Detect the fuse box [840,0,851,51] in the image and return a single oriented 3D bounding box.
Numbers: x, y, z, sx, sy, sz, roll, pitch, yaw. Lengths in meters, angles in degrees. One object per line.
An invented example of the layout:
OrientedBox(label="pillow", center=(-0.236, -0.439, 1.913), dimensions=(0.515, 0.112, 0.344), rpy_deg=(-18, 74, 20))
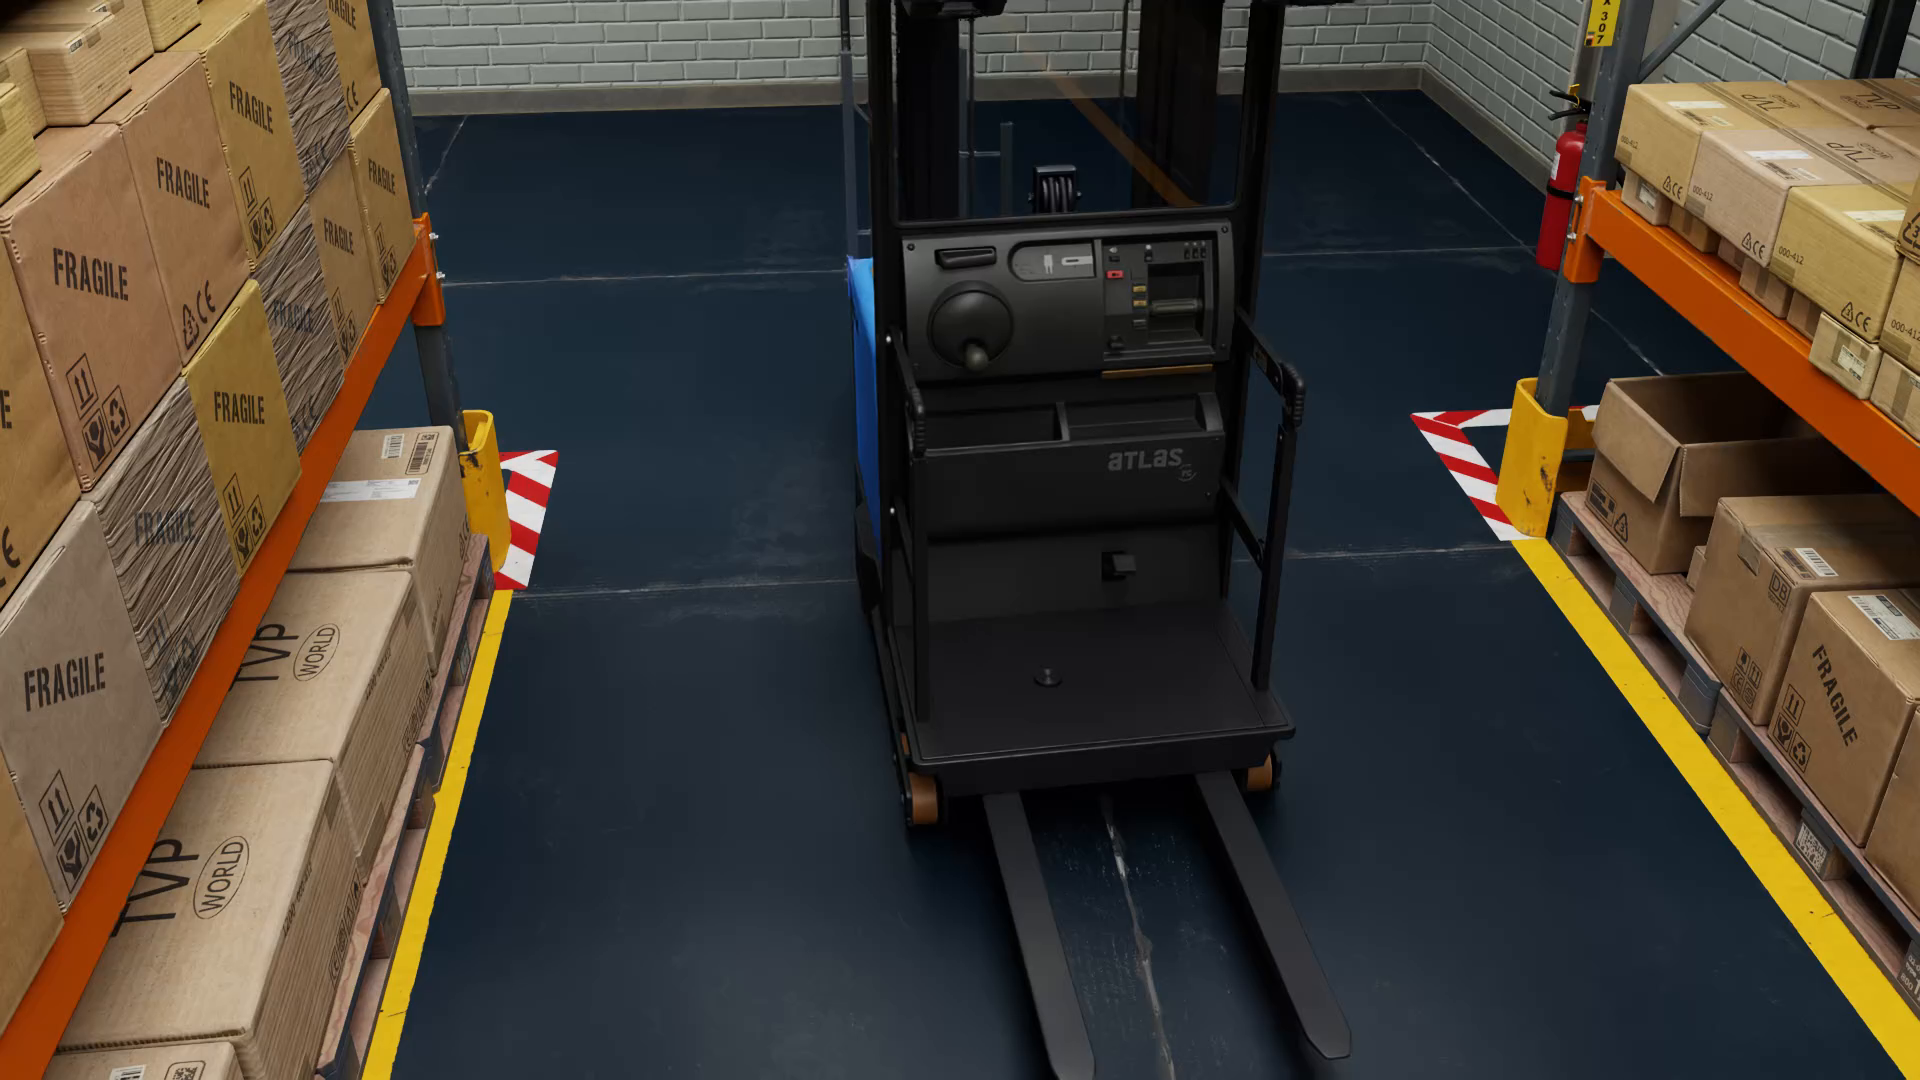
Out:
OrientedBox(label="fuse box", center=(-0.707, -3.559, 10.539), dimensions=(0.539, 1.711, 0.414), rpy_deg=(-3, 31, -5))

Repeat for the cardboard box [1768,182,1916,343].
OrientedBox(label="cardboard box", center=(2.551, -0.751, 4.438), dimensions=(0.500, 0.250, 0.500), rpy_deg=(-3, 31, -6))

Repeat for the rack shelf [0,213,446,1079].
OrientedBox(label="rack shelf", center=(-2.076, 0.122, 3.822), dimensions=(1.077, 0.370, 4.000), rpy_deg=(-3, 31, -5))

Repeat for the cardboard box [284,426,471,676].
OrientedBox(label="cardboard box", center=(-2.101, 0.044, 5.341), dimensions=(0.875, 0.438, 0.875), rpy_deg=(-4, 31, -6))

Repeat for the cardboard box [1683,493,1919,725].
OrientedBox(label="cardboard box", center=(2.683, 0.200, 5.018), dimensions=(0.700, 0.500, 0.500), rpy_deg=(-2, 31, -3))

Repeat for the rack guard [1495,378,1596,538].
OrientedBox(label="rack guard", center=(2.686, -0.336, 6.325), dimensions=(1.175, 0.500, 0.348), rpy_deg=(-3, 31, -5))

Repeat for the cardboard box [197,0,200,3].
OrientedBox(label="cardboard box", center=(-1.937, -1.261, 3.732), dimensions=(0.380, 0.149, 0.250), rpy_deg=(-3, 31, -5))

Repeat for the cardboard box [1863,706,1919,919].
OrientedBox(label="cardboard box", center=(2.780, 0.730, 4.130), dimensions=(0.700, 0.500, 0.500), rpy_deg=(-4, 31, -6))

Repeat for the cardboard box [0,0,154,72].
OrientedBox(label="cardboard box", center=(-1.850, -1.001, 3.296), dimensions=(0.380, 0.149, 0.250), rpy_deg=(-2, 31, -3))

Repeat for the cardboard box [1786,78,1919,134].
OrientedBox(label="cardboard box", center=(2.986, -1.289, 5.339), dimensions=(0.500, 0.250, 0.500), rpy_deg=(-2, 31, -3))

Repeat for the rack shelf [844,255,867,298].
OrientedBox(label="rack shelf", center=(-0.145, -0.879, 6.610), dimensions=(0.538, 0.185, 1.000), rpy_deg=(-4, 31, -7))

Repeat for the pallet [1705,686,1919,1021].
OrientedBox(label="pallet", center=(2.873, 0.817, 4.677), dimensions=(1.003, 0.211, 1.213), rpy_deg=(-3, 31, -5))

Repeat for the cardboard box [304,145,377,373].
OrientedBox(label="cardboard box", center=(-1.922, -0.760, 4.500), dimensions=(0.500, 0.500, 0.500), rpy_deg=(-3, 31, -6))

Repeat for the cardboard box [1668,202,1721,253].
OrientedBox(label="cardboard box", center=(2.507, -1.031, 5.296), dimensions=(0.380, 0.149, 0.250), rpy_deg=(-2, 31, -3))

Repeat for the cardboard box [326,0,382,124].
OrientedBox(label="cardboard box", center=(-1.980, -1.446, 4.672), dimensions=(0.500, 0.500, 0.500), rpy_deg=(-2, 31, -3))

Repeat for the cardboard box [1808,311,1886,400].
OrientedBox(label="cardboard box", center=(2.508, -0.499, 4.405), dimensions=(0.380, 0.149, 0.250), rpy_deg=(-4, 31, -6))

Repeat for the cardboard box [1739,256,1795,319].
OrientedBox(label="cardboard box", center=(2.528, -0.767, 4.854), dimensions=(0.380, 0.149, 0.250), rpy_deg=(-2, 31, -3))

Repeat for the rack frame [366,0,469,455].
OrientedBox(label="rack frame", center=(-2.262, -1.208, 5.347), dimensions=(1.000, 3.000, 0.127), rpy_deg=(-3, 31, -5))

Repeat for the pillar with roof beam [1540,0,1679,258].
OrientedBox(label="pillar with roof beam", center=(-0.961, -5.237, 6.242), dimensions=(9.100, 9.000, 0.400), rpy_deg=(-3, 31, -5))

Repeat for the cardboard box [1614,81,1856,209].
OrientedBox(label="cardboard box", center=(2.453, -1.267, 5.301), dimensions=(0.500, 0.250, 0.500), rpy_deg=(-3, 31, -4))

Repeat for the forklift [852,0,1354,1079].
OrientedBox(label="forklift", center=(0.340, -0.621, 4.431), dimensions=(1.130, 2.935, 3.031), rpy_deg=(-4, 31, -7))

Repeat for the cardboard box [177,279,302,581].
OrientedBox(label="cardboard box", center=(-1.803, -0.235, 3.621), dimensions=(0.500, 0.500, 0.500), rpy_deg=(-2, 31, -3))

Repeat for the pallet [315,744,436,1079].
OrientedBox(label="pallet", center=(-1.999, 1.015, 4.345), dimensions=(1.003, 0.211, 1.213), rpy_deg=(-3, 31, -5))

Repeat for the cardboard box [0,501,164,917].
OrientedBox(label="cardboard box", center=(-1.715, 0.282, 2.755), dimensions=(0.500, 0.500, 0.500), rpy_deg=(-3, 31, -4))

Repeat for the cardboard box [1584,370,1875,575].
OrientedBox(label="cardboard box", center=(2.642, -0.240, 5.751), dimensions=(0.797, 0.503, 0.637), rpy_deg=(-4, 31, -7))

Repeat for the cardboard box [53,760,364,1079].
OrientedBox(label="cardboard box", center=(-1.925, 0.971, 3.788), dimensions=(0.875, 0.438, 0.875), rpy_deg=(-4, 31, -6))

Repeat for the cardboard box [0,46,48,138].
OrientedBox(label="cardboard box", center=(-1.829, -0.740, 2.858), dimensions=(0.380, 0.149, 0.250), rpy_deg=(-3, 31, -5))

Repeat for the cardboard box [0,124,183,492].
OrientedBox(label="cardboard box", center=(-1.770, -0.413, 2.944), dimensions=(0.500, 0.500, 0.500), rpy_deg=(-2, 31, -4))

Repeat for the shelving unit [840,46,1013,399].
OrientedBox(label="shelving unit", center=(-0.145, -1.034, 6.518), dimensions=(0.538, 1.500, 1.048), rpy_deg=(-4, 31, -7))

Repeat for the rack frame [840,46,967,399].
OrientedBox(label="rack frame", center=(-0.222, -1.291, 6.949), dimensions=(0.500, 1.500, 0.032), rpy_deg=(-4, 31, -7))

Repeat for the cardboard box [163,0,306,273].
OrientedBox(label="cardboard box", center=(-1.859, -0.927, 3.805), dimensions=(0.500, 0.500, 0.500), rpy_deg=(-3, 31, -5))

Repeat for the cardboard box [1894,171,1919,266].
OrientedBox(label="cardboard box", center=(2.594, -0.823, 3.827), dimensions=(0.500, 0.500, 0.500), rpy_deg=(-2, 31, -3))
